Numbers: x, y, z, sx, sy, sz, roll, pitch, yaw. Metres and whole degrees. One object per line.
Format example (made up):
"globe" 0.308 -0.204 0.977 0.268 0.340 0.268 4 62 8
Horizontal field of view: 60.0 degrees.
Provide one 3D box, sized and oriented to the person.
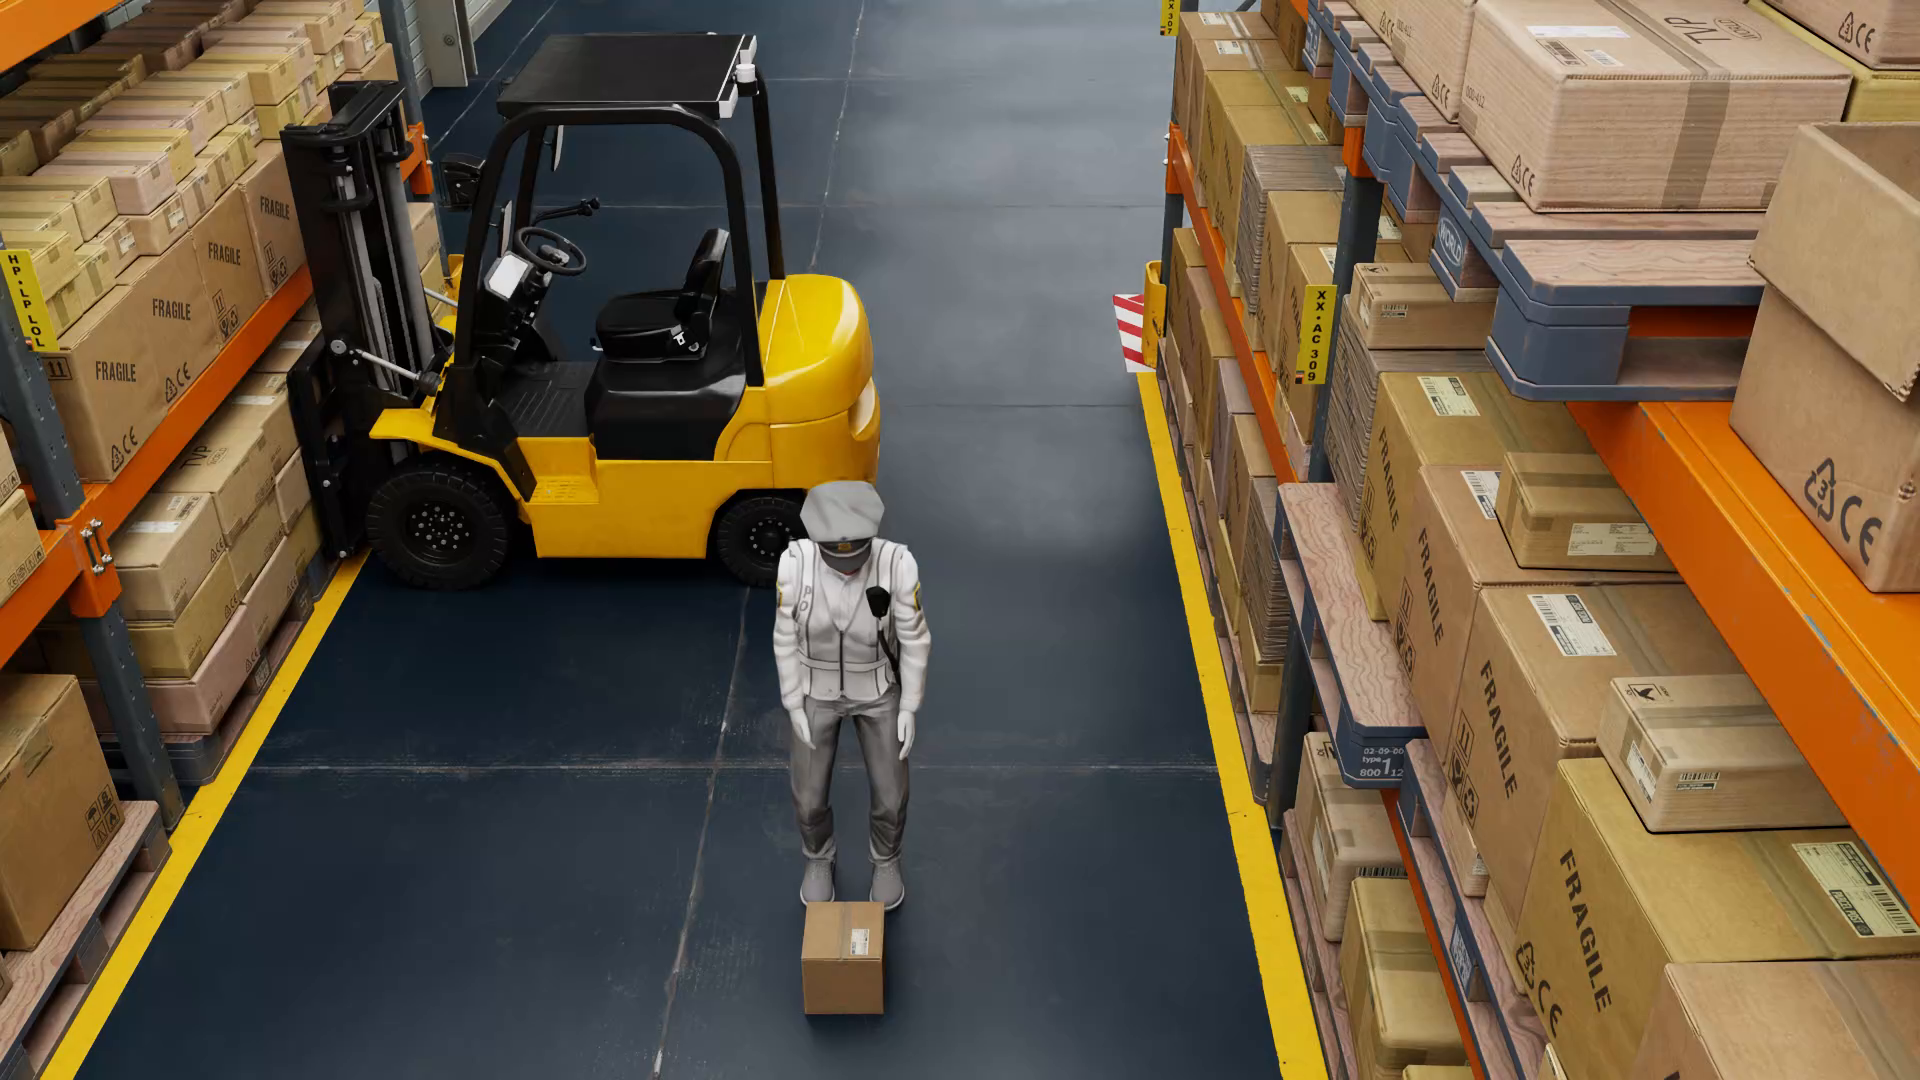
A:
"person" -0.362 0.946 5.440 0.468 0.823 0.898 -1 32 -2
